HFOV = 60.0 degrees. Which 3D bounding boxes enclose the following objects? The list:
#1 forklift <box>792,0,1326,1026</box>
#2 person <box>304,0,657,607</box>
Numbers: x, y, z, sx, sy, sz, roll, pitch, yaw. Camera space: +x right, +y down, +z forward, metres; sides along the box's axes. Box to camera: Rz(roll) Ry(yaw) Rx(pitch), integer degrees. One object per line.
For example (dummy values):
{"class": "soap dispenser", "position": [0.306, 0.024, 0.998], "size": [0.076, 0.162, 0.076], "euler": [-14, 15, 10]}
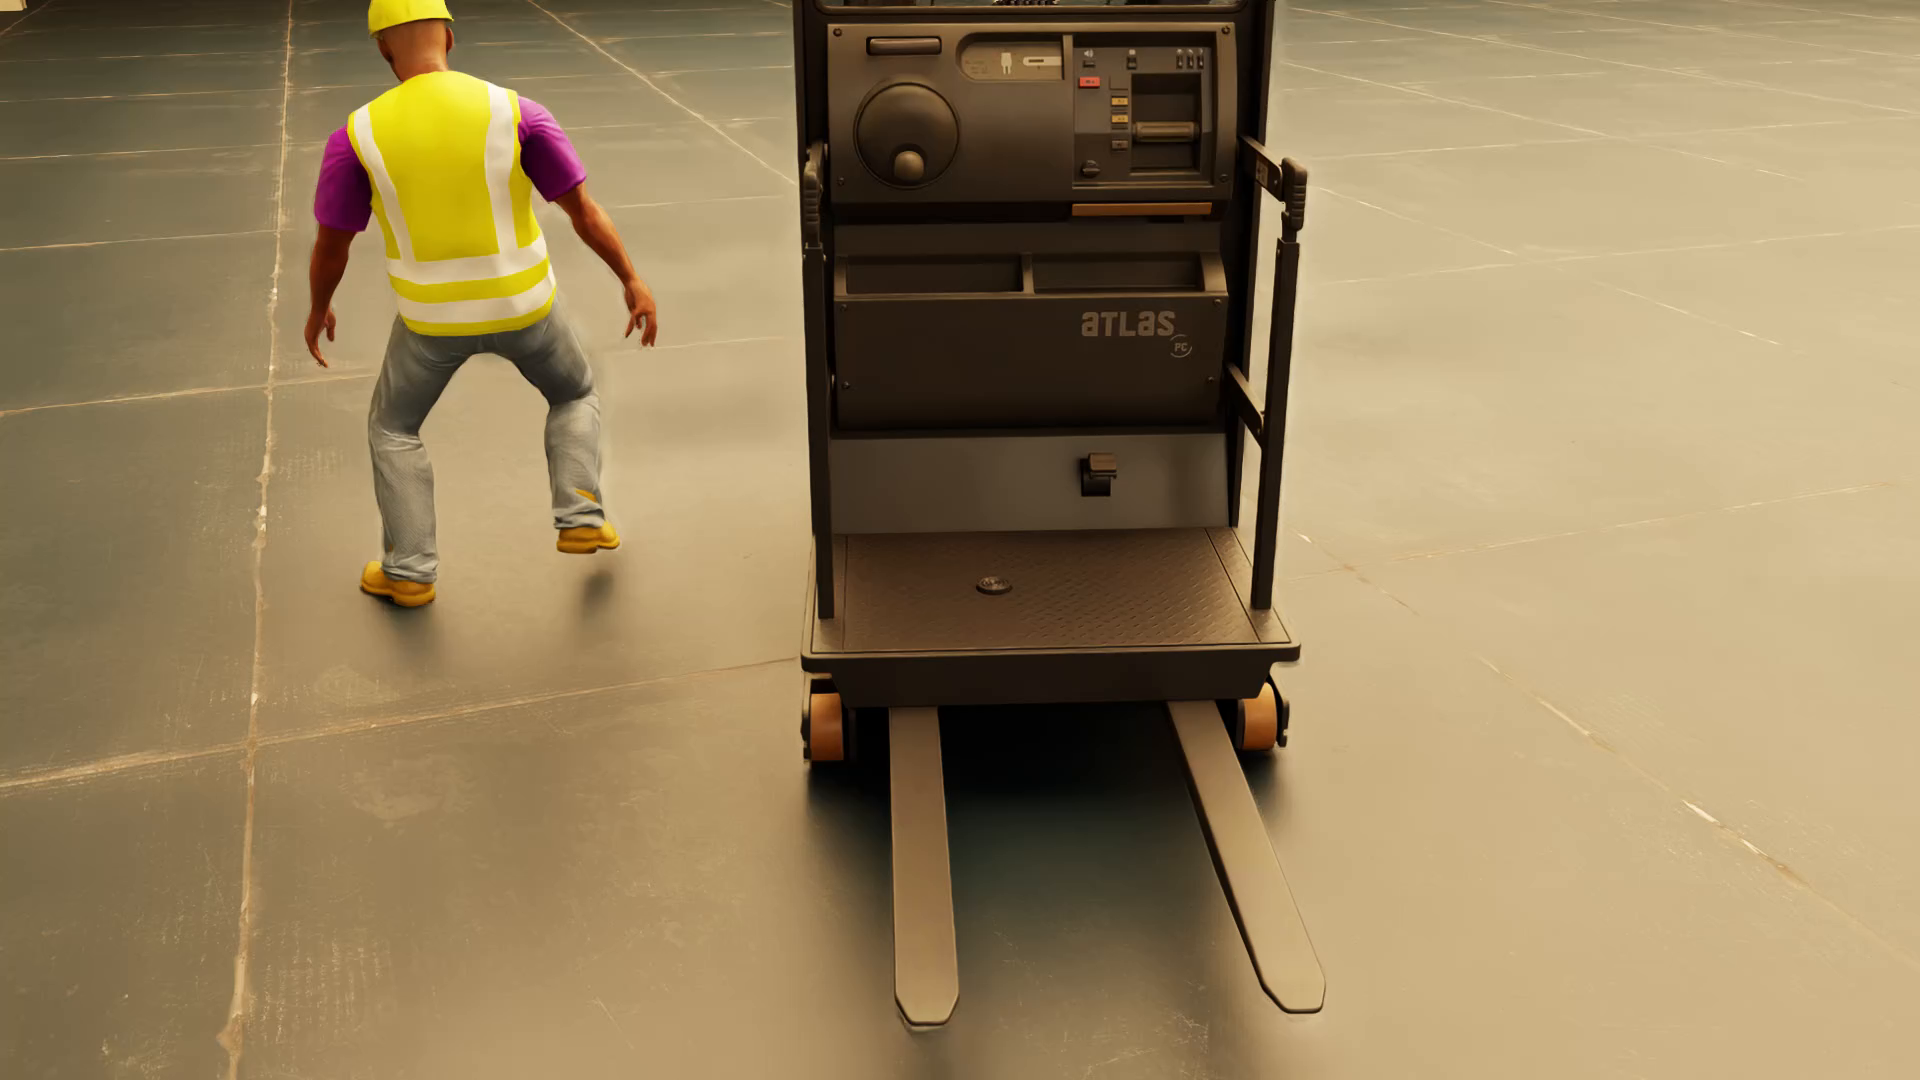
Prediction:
{"class": "forklift", "position": [0.178, -0.964, 3.590], "size": [1.130, 2.935, 3.031], "euler": [-1, 23, -3]}
{"class": "person", "position": [-1.320, -0.681, 4.557], "size": [0.954, 1.672, 0.488], "euler": [-4, 23, -9]}
